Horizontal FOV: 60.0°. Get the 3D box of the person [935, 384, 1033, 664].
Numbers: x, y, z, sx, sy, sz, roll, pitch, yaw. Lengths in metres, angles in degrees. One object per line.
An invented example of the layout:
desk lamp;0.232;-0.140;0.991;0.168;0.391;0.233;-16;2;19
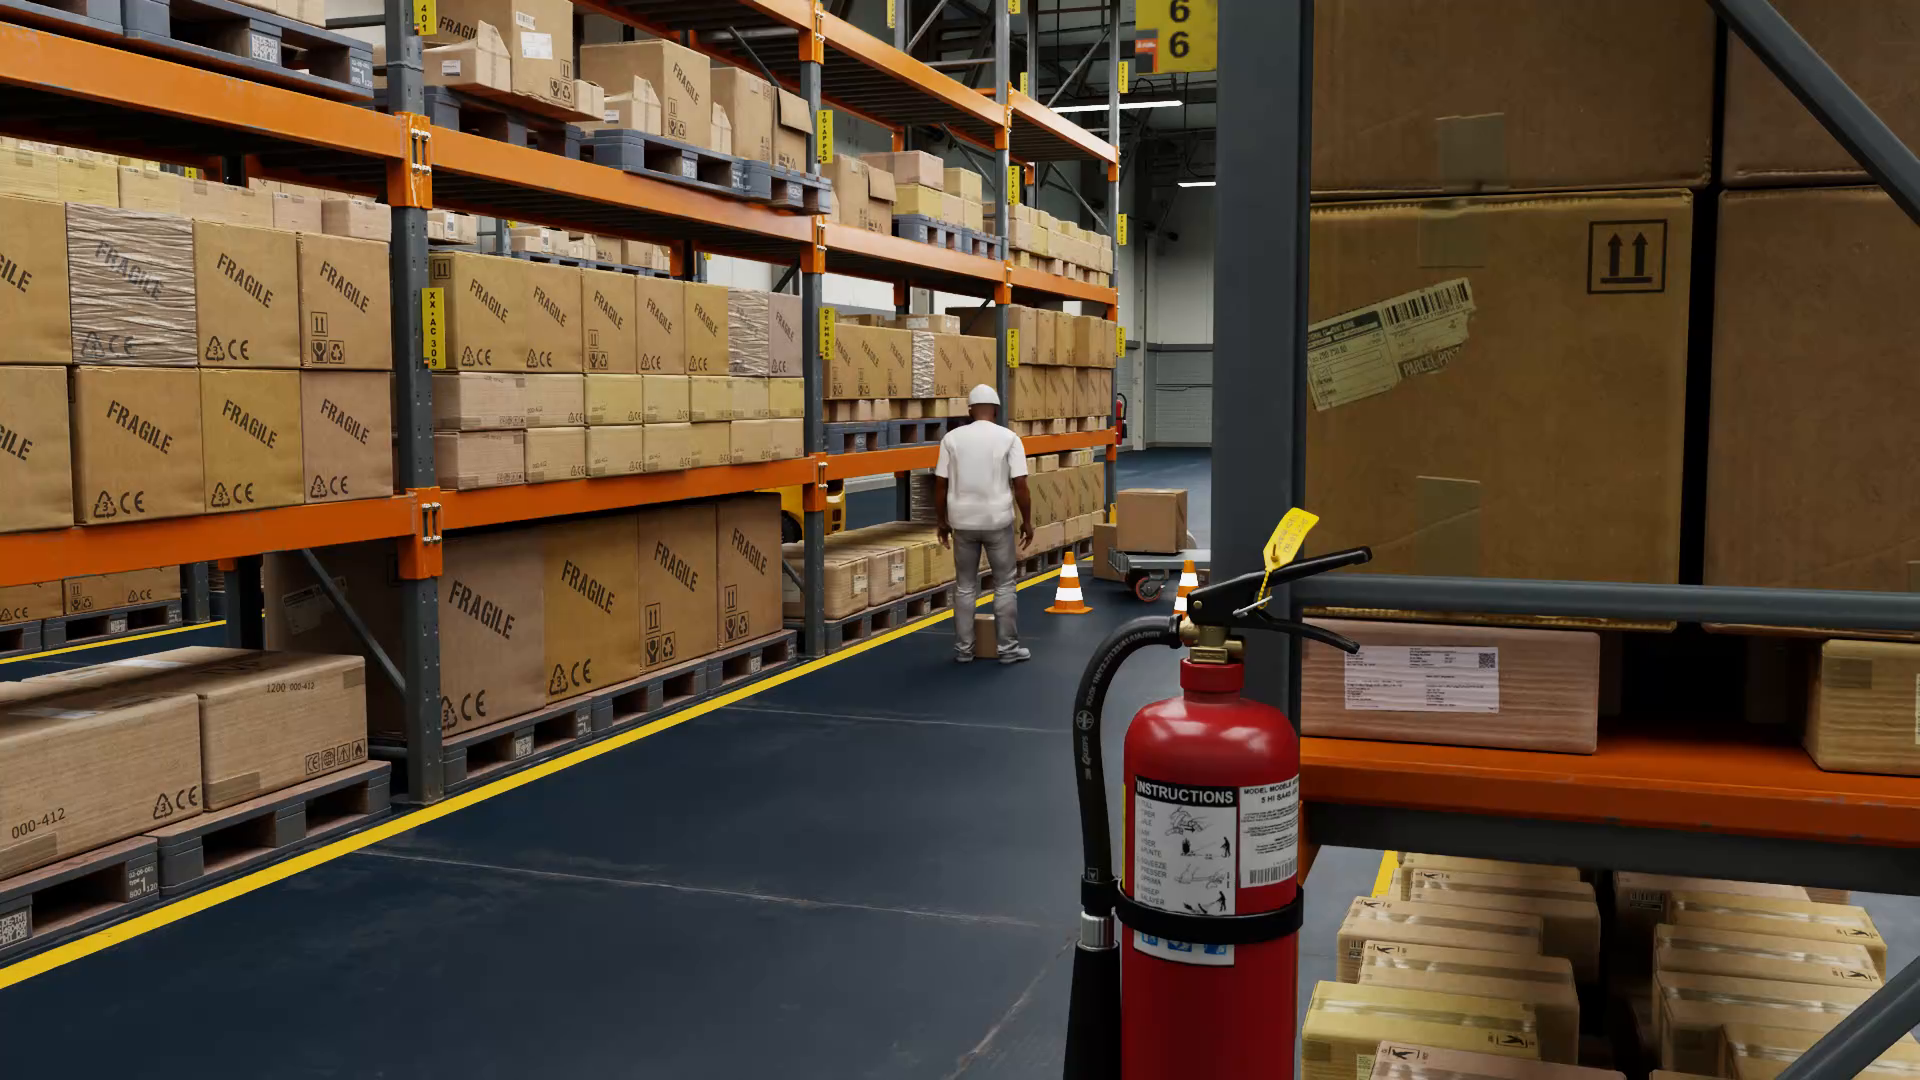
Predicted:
person;0.154;-0.104;10.568;0.627;1.757;0.461;1;5;15
